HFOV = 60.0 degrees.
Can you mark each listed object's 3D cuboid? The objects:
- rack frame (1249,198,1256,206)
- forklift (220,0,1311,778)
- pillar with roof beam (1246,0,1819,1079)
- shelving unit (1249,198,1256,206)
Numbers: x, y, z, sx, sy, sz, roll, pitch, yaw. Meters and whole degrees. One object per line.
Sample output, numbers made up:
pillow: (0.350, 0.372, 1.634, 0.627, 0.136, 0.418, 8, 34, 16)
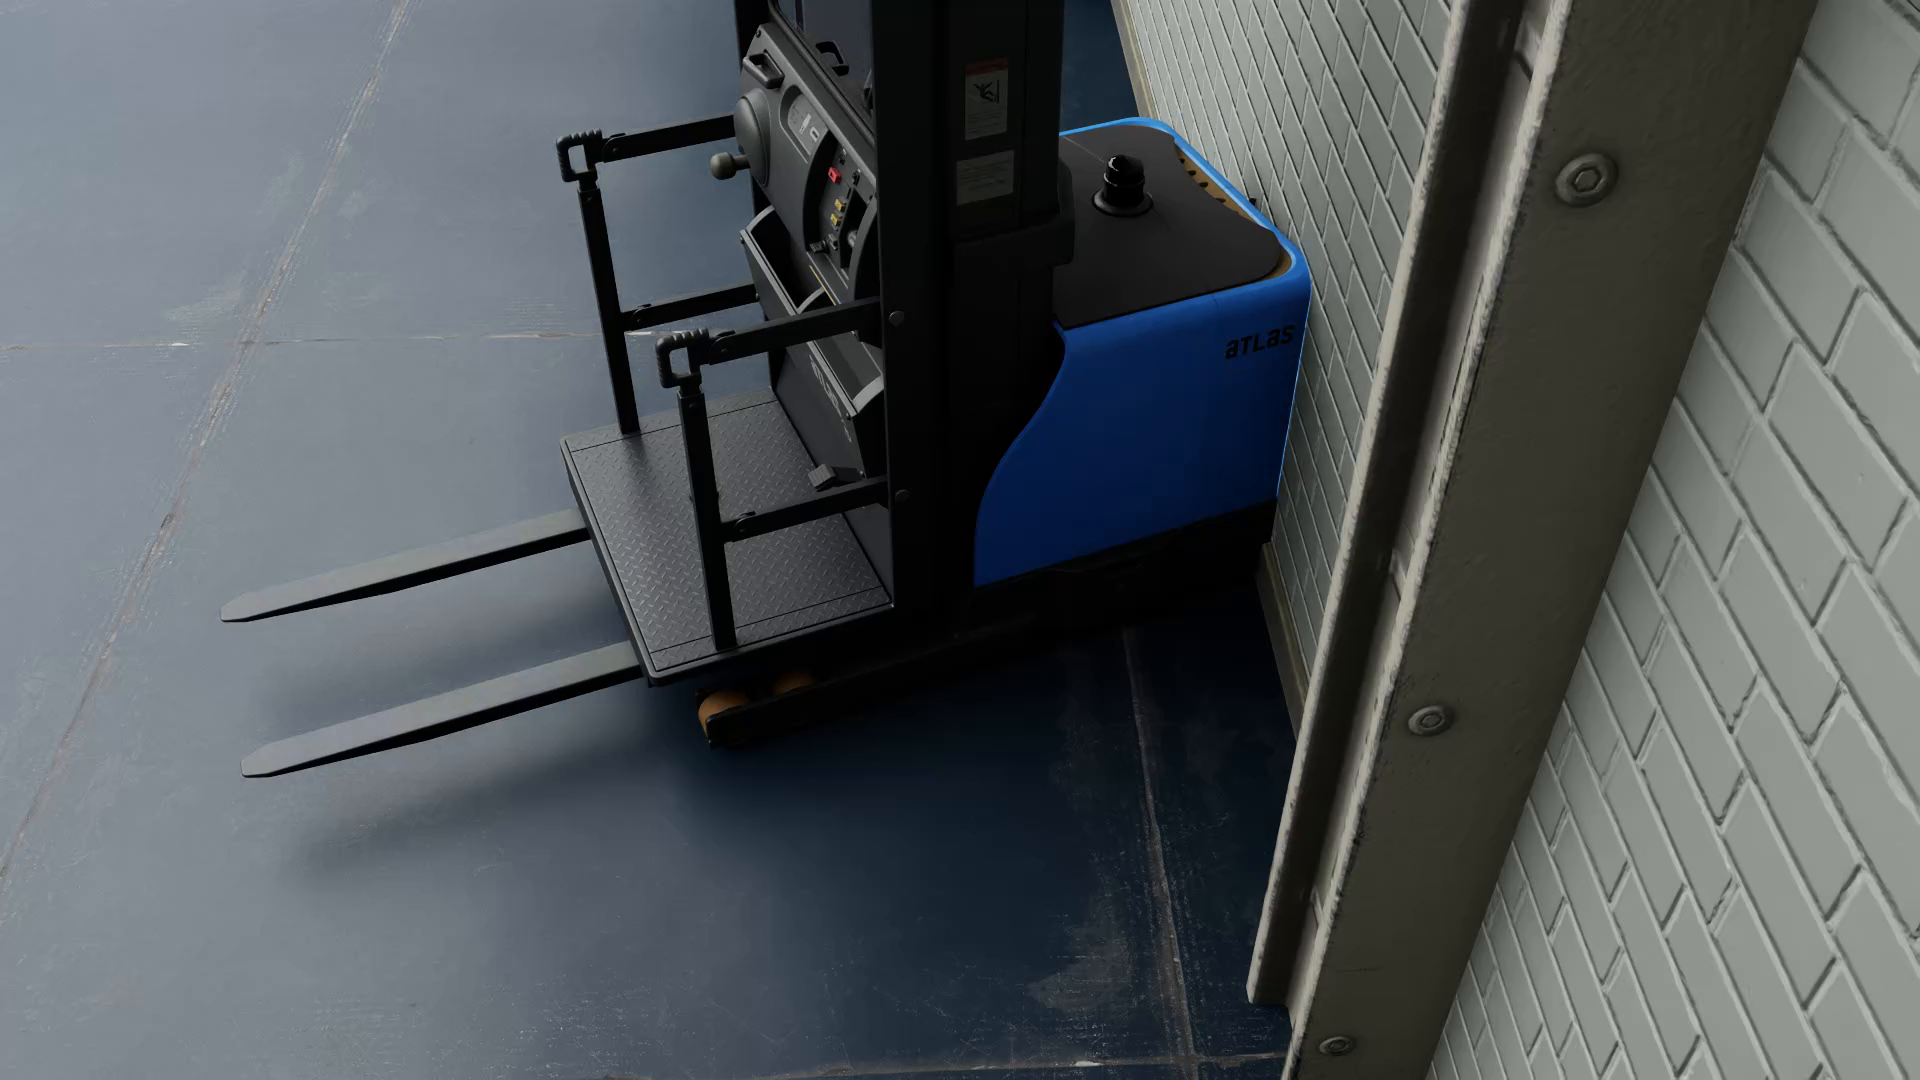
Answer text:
rack frame: (0.753, -0.717, 5.374, 0.240, 0.900, 0.006, 3, 42, -3)
forklift: (-0.574, -0.916, 4.080, 3.031, 2.935, 1.130, -16, 45, -17)
pillar with roof beam: (-3.439, -1.980, 0.750, 9.100, 9.000, 0.400, -2, 43, -2)
shelving unit: (0.754, -0.648, 5.299, 0.258, 0.900, 0.210, 3, 42, -3)
